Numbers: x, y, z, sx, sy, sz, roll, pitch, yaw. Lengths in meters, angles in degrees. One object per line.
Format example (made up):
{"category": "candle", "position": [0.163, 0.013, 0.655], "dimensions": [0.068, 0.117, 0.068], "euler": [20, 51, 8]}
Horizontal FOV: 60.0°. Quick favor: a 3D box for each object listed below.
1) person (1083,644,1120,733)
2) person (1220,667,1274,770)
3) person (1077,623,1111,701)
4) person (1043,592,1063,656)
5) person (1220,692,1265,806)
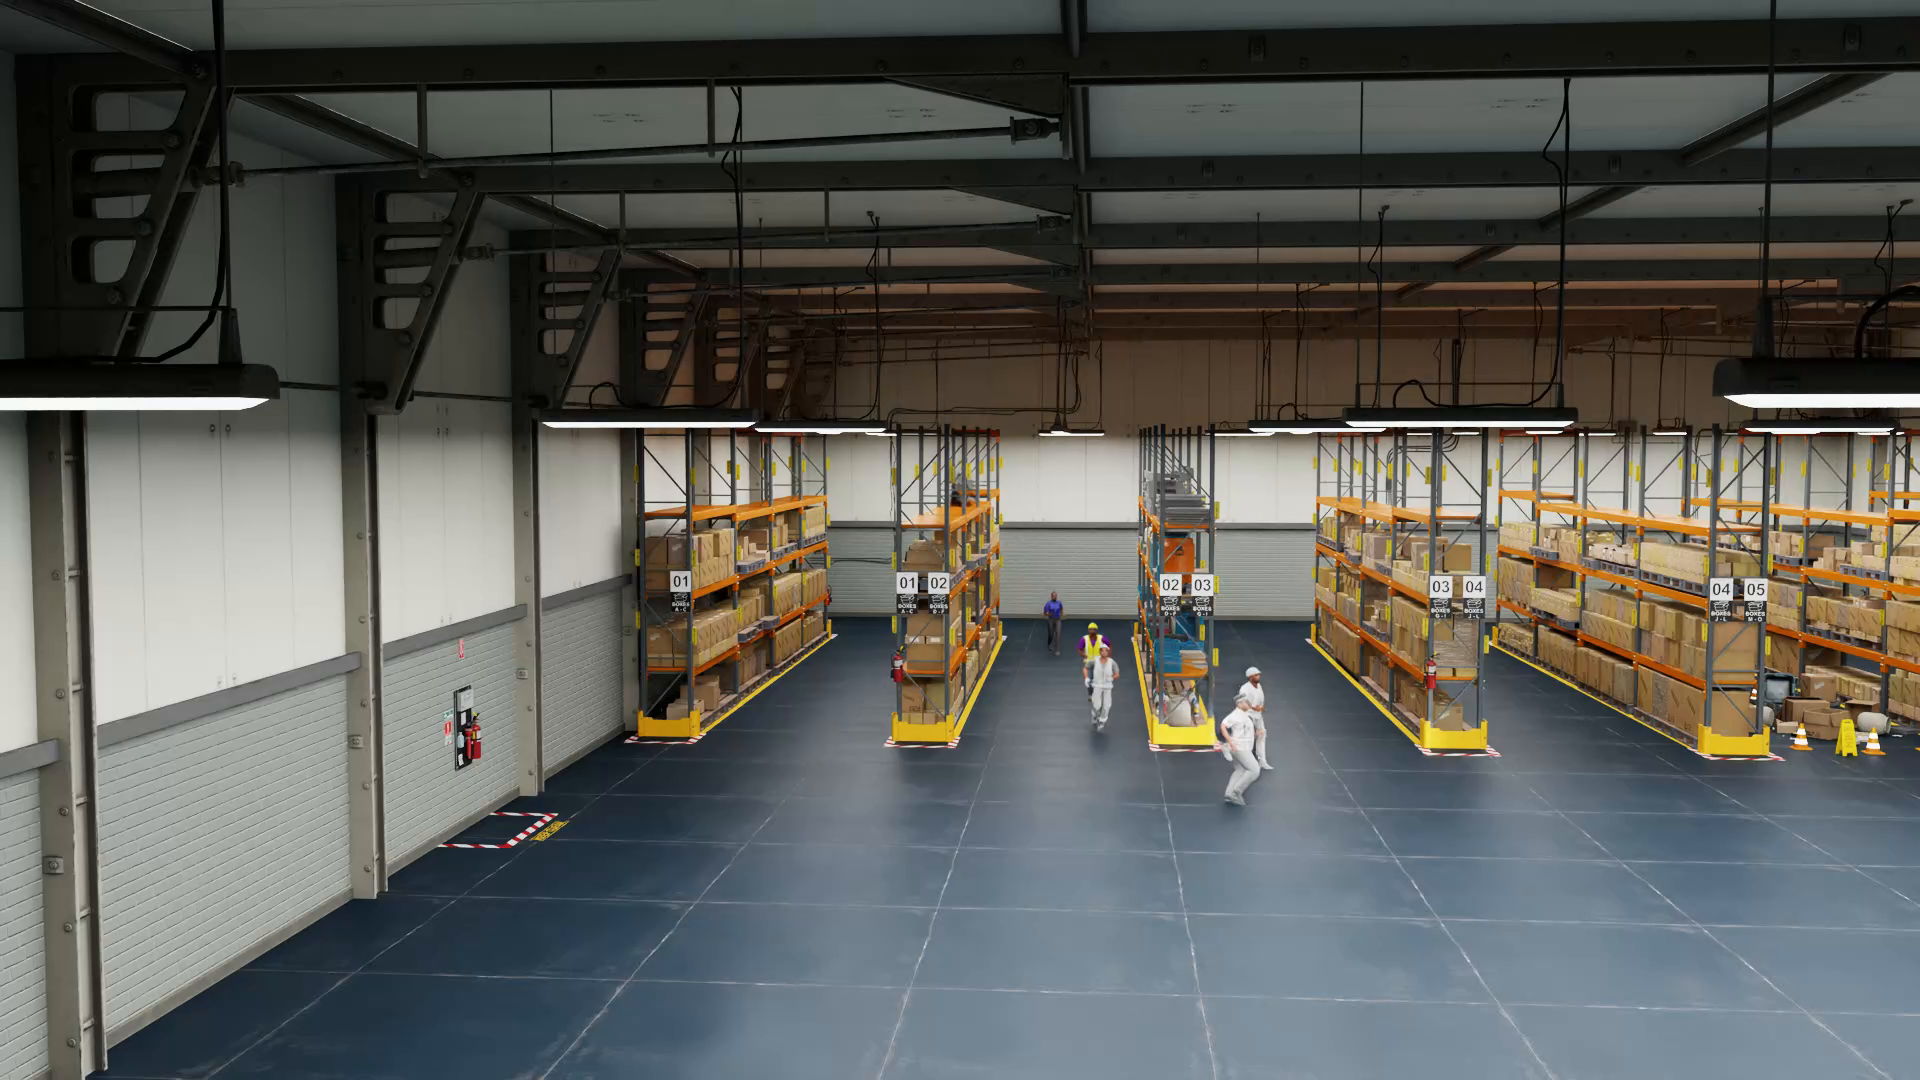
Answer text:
{"category": "person", "position": [2.759, 2.883, 32.207], "dimensions": [0.684, 1.732, 0.596], "euler": [0, 3, -6]}
{"category": "person", "position": [5.037, 3.086, 28.939], "dimensions": [0.940, 1.767, 0.710], "euler": [3, 4, 38]}
{"category": "person", "position": [2.888, 2.673, 35.852], "dimensions": [0.734, 1.781, 0.684], "euler": [0, 4, 8]}
{"category": "person", "position": [2.490, 2.200, 44.082], "dimensions": [0.579, 1.657, 0.923], "euler": [-1, 4, -8]}
{"category": "person", "position": [4.434, 3.262, 25.954], "dimensions": [0.655, 1.763, 0.651], "euler": [1, 4, 19]}
